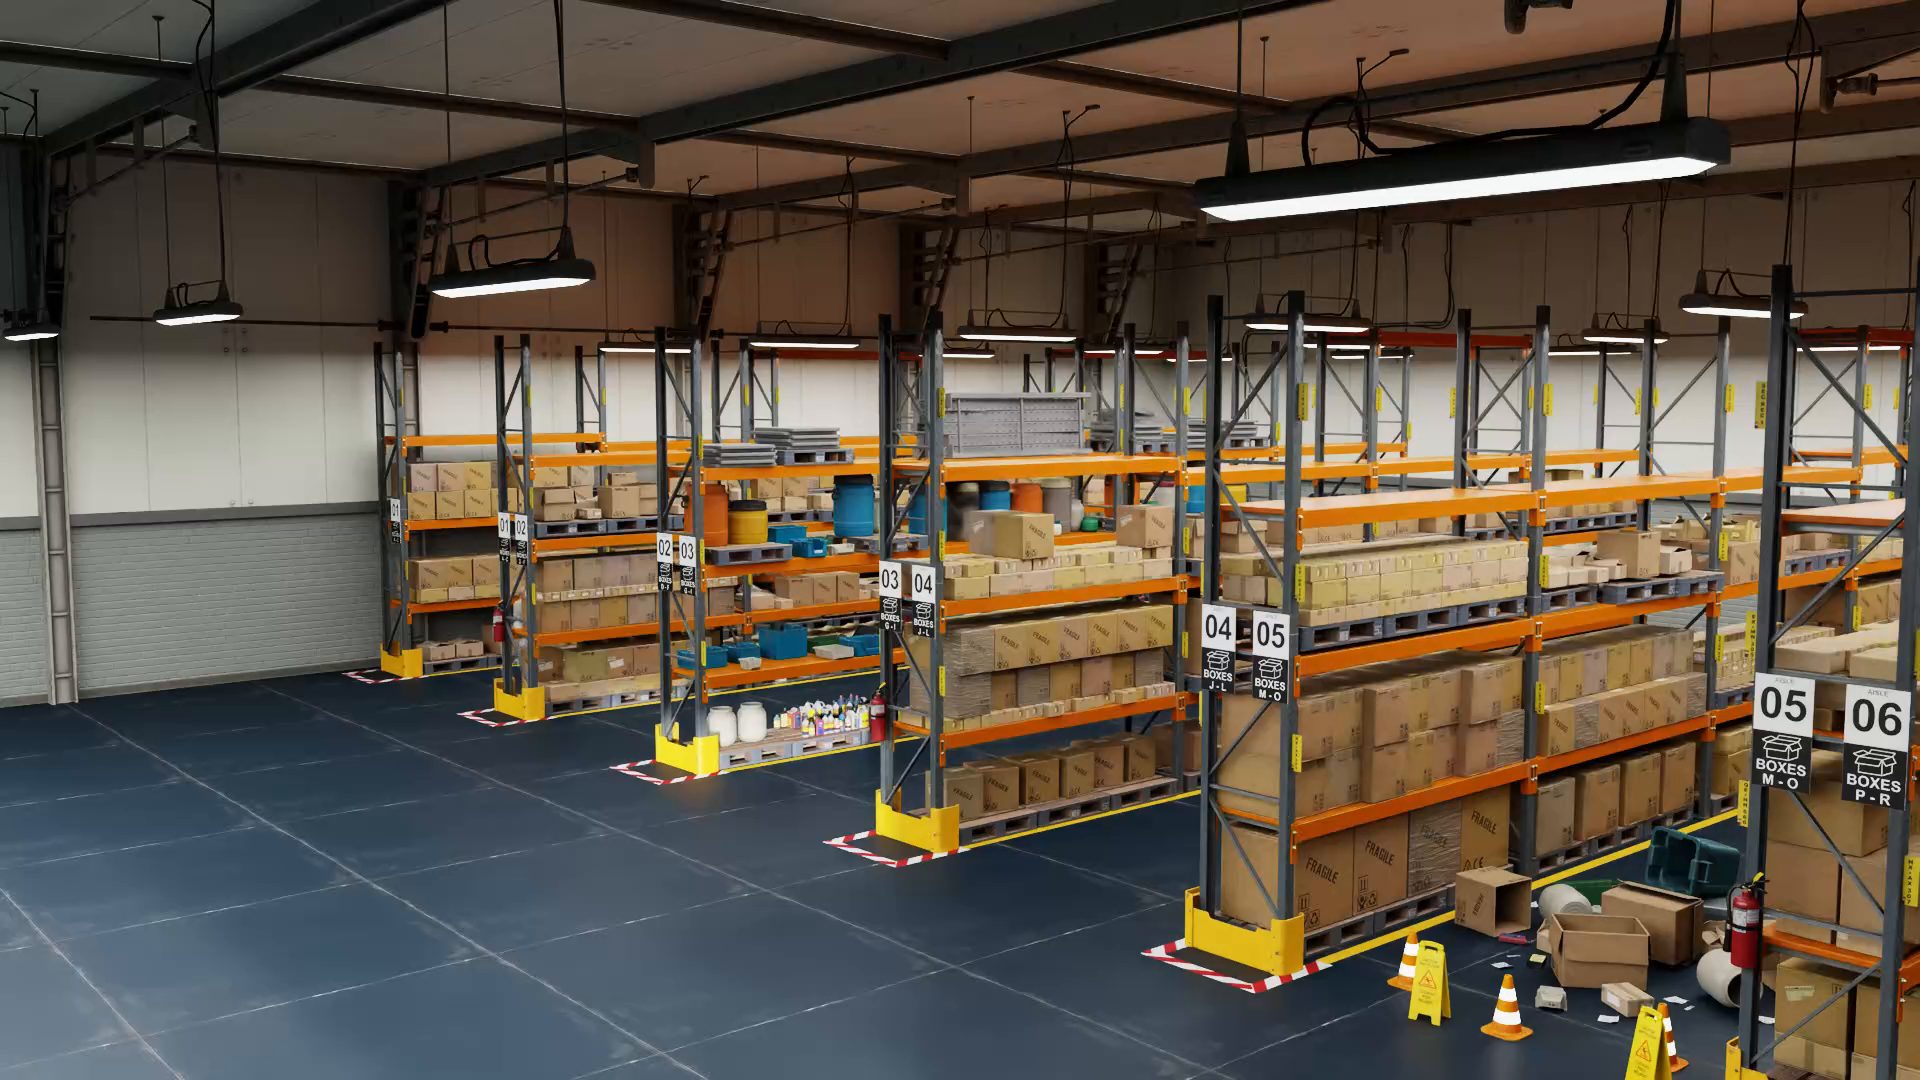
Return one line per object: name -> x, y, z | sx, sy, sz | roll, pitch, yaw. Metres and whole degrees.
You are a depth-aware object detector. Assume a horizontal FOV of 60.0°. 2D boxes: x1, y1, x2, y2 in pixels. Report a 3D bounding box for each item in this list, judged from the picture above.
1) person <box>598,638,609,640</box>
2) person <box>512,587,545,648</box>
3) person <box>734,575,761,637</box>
person -> -6.336, 1.567, 30.213 | 0.706, 1.724, 0.721 | 2, 6, 23
person -> -7.544, 1.641, 29.396 | 0.685, 1.710, 0.765 | 0, 5, 2
person -> -4.020, 1.447, 31.621 | 0.741, 1.710, 0.535 | -4, 7, -38
